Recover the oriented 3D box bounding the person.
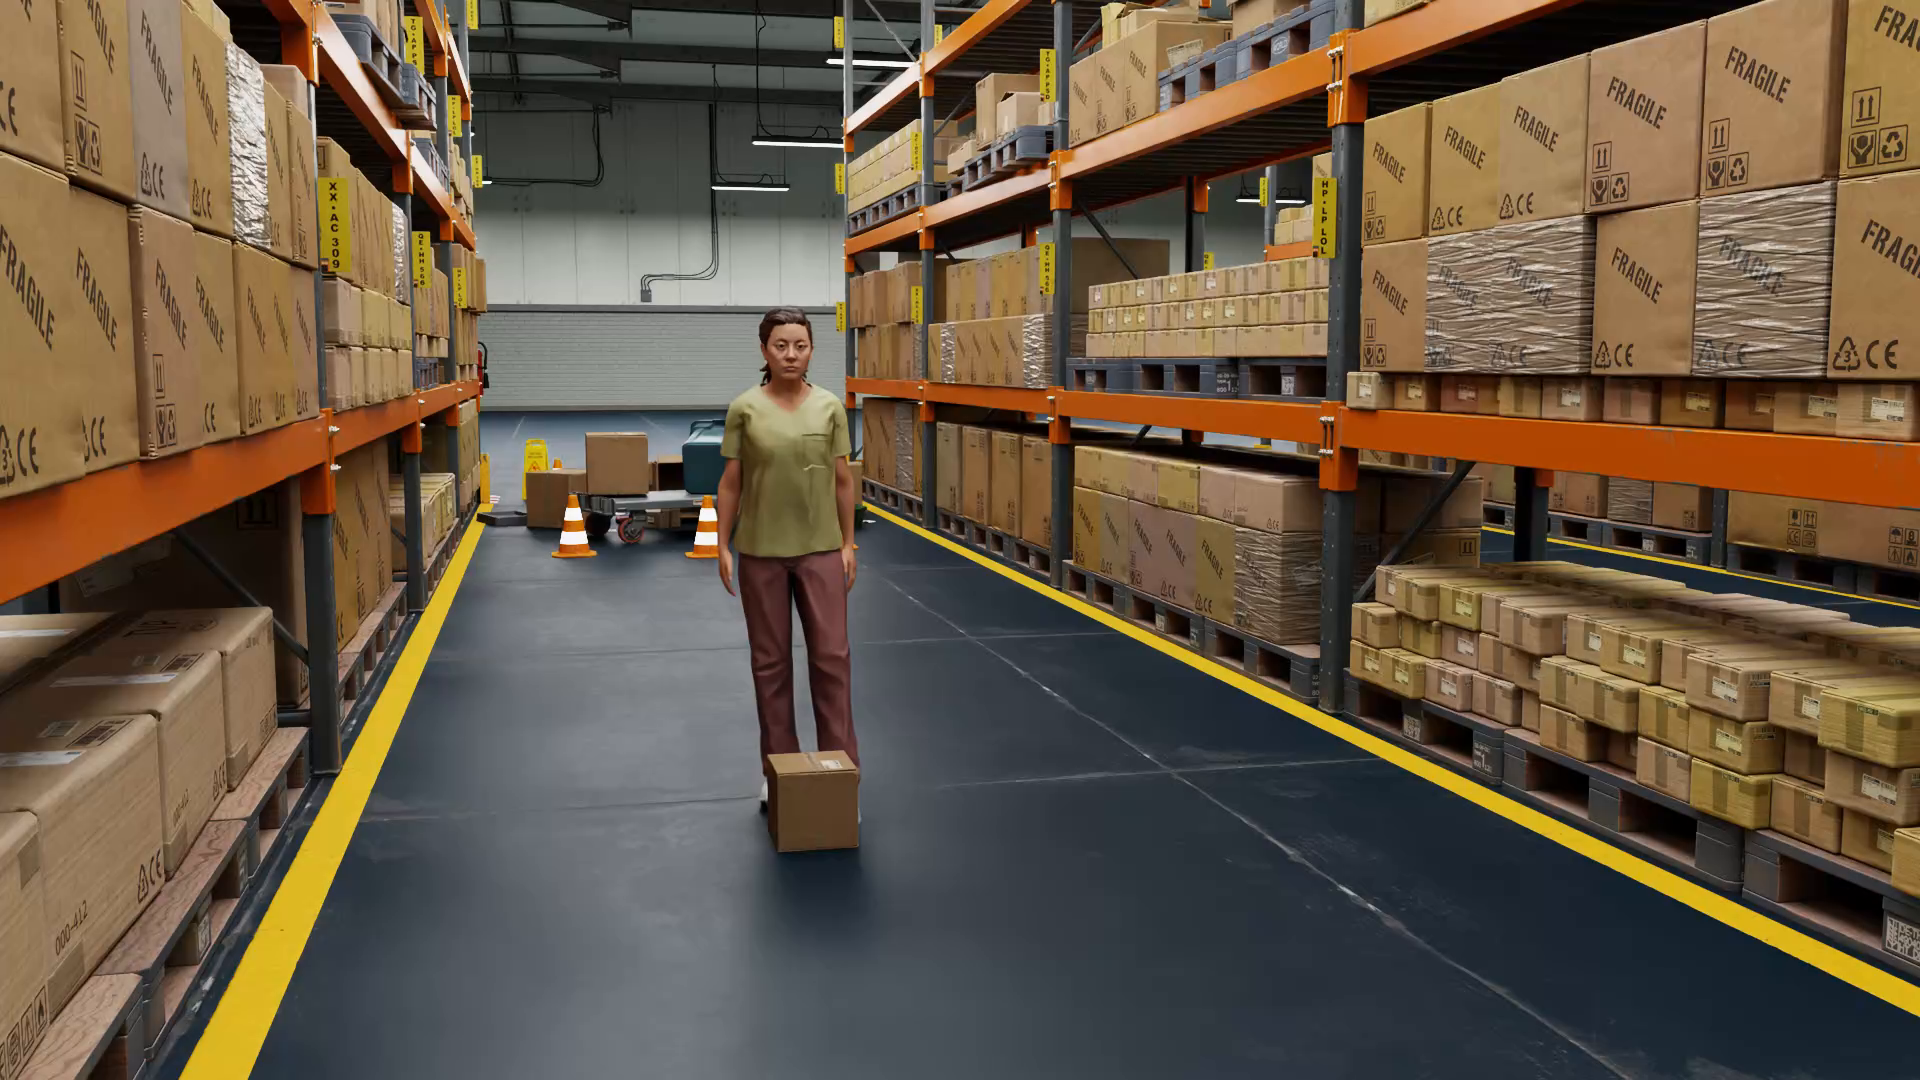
[{"bbox_3d":[-0.567,0.065,5.510,0.470,1.681,0.529,-1,6,-8],"label":"person"}]
